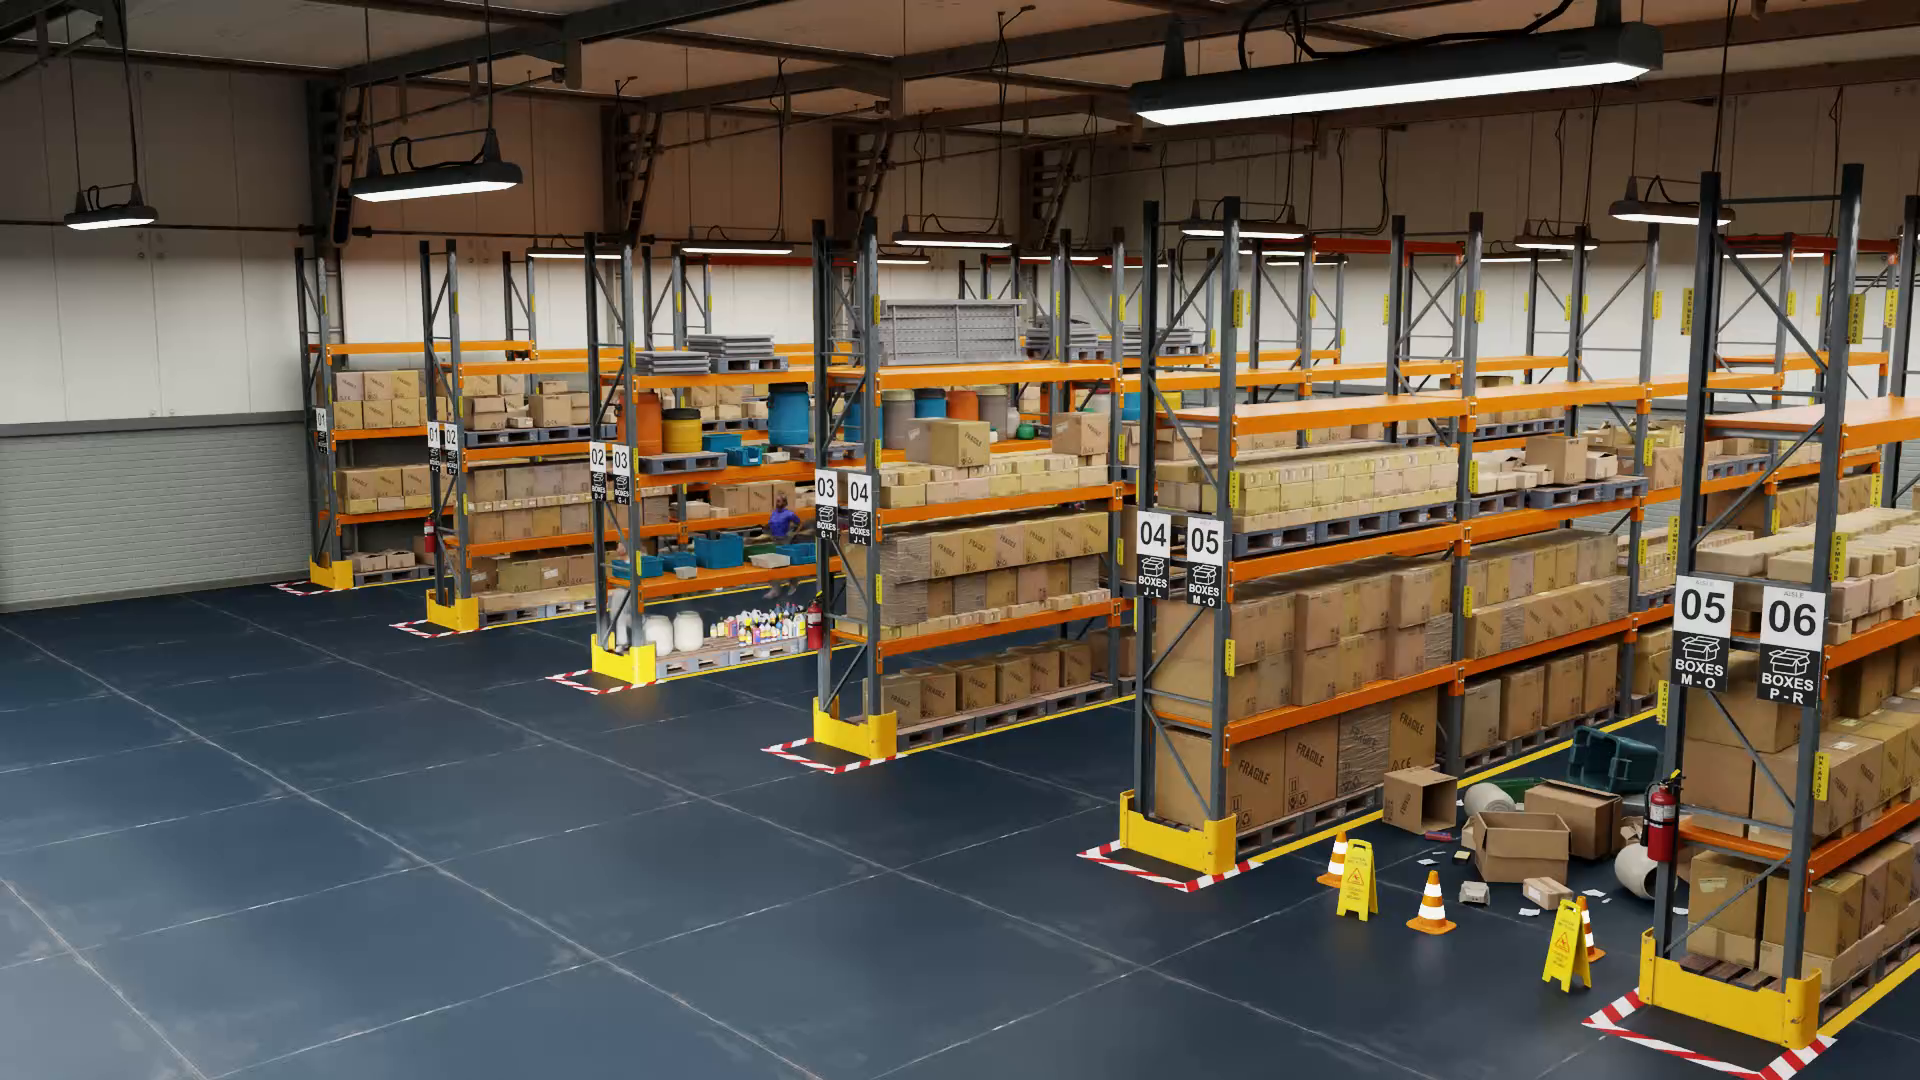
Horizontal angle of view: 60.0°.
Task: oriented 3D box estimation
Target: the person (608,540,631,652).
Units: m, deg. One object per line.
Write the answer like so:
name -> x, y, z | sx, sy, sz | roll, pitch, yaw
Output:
person -> -4.880, 0.805, 24.429 | 0.573, 1.640, 0.624 | 5, 10, 32

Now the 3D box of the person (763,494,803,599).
person -> -2.898, 0.103, 26.972 | 0.575, 1.697, 0.875 | 7, 11, 41
